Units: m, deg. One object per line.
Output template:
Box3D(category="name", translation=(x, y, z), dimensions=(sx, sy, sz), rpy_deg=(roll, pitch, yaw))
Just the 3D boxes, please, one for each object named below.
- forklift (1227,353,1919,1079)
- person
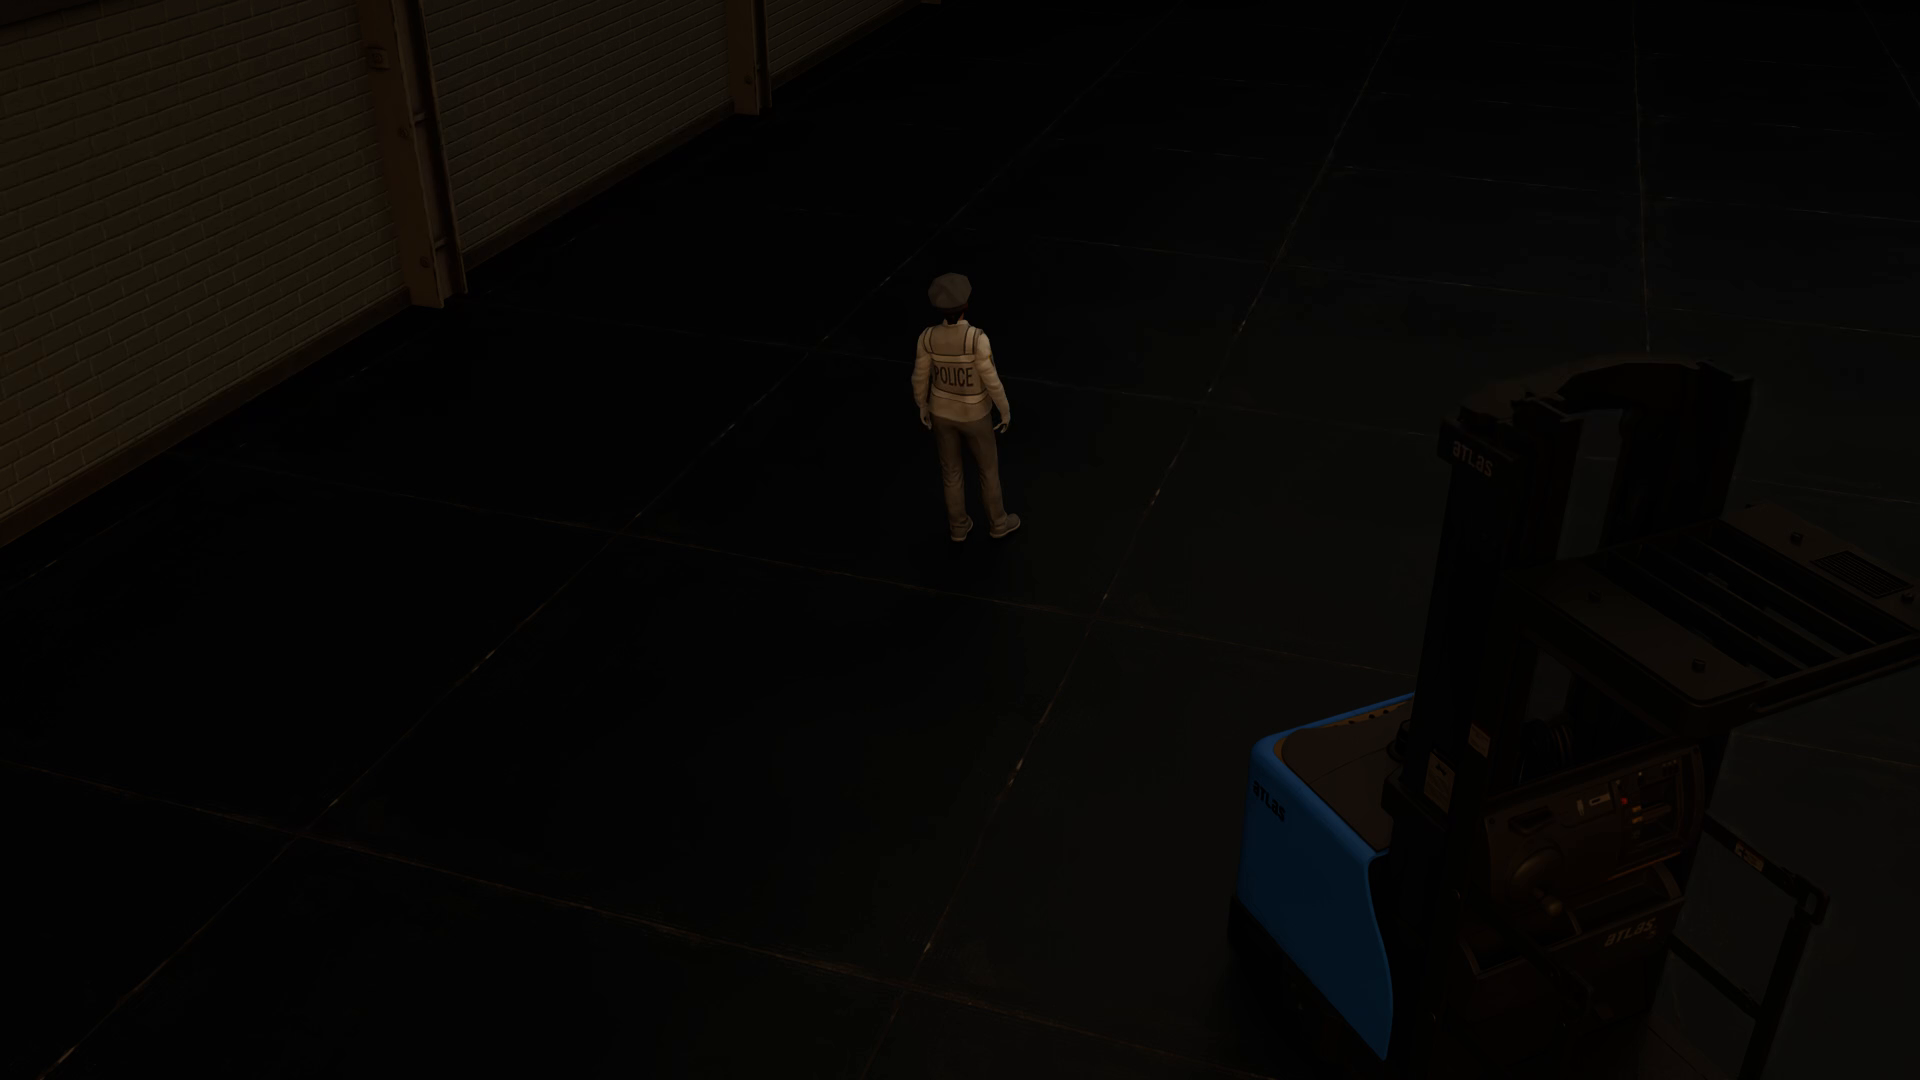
Box3D(category="forklift", translation=(2.208, 1.008, 5.368), dimensions=(1.130, 2.935, 3.031), rpy_deg=(-13, 32, -22))
Box3D(category="person", translation=(0.029, -0.773, 9.727), dimensions=(0.586, 1.694, 0.530), rpy_deg=(10, 31, 16))
